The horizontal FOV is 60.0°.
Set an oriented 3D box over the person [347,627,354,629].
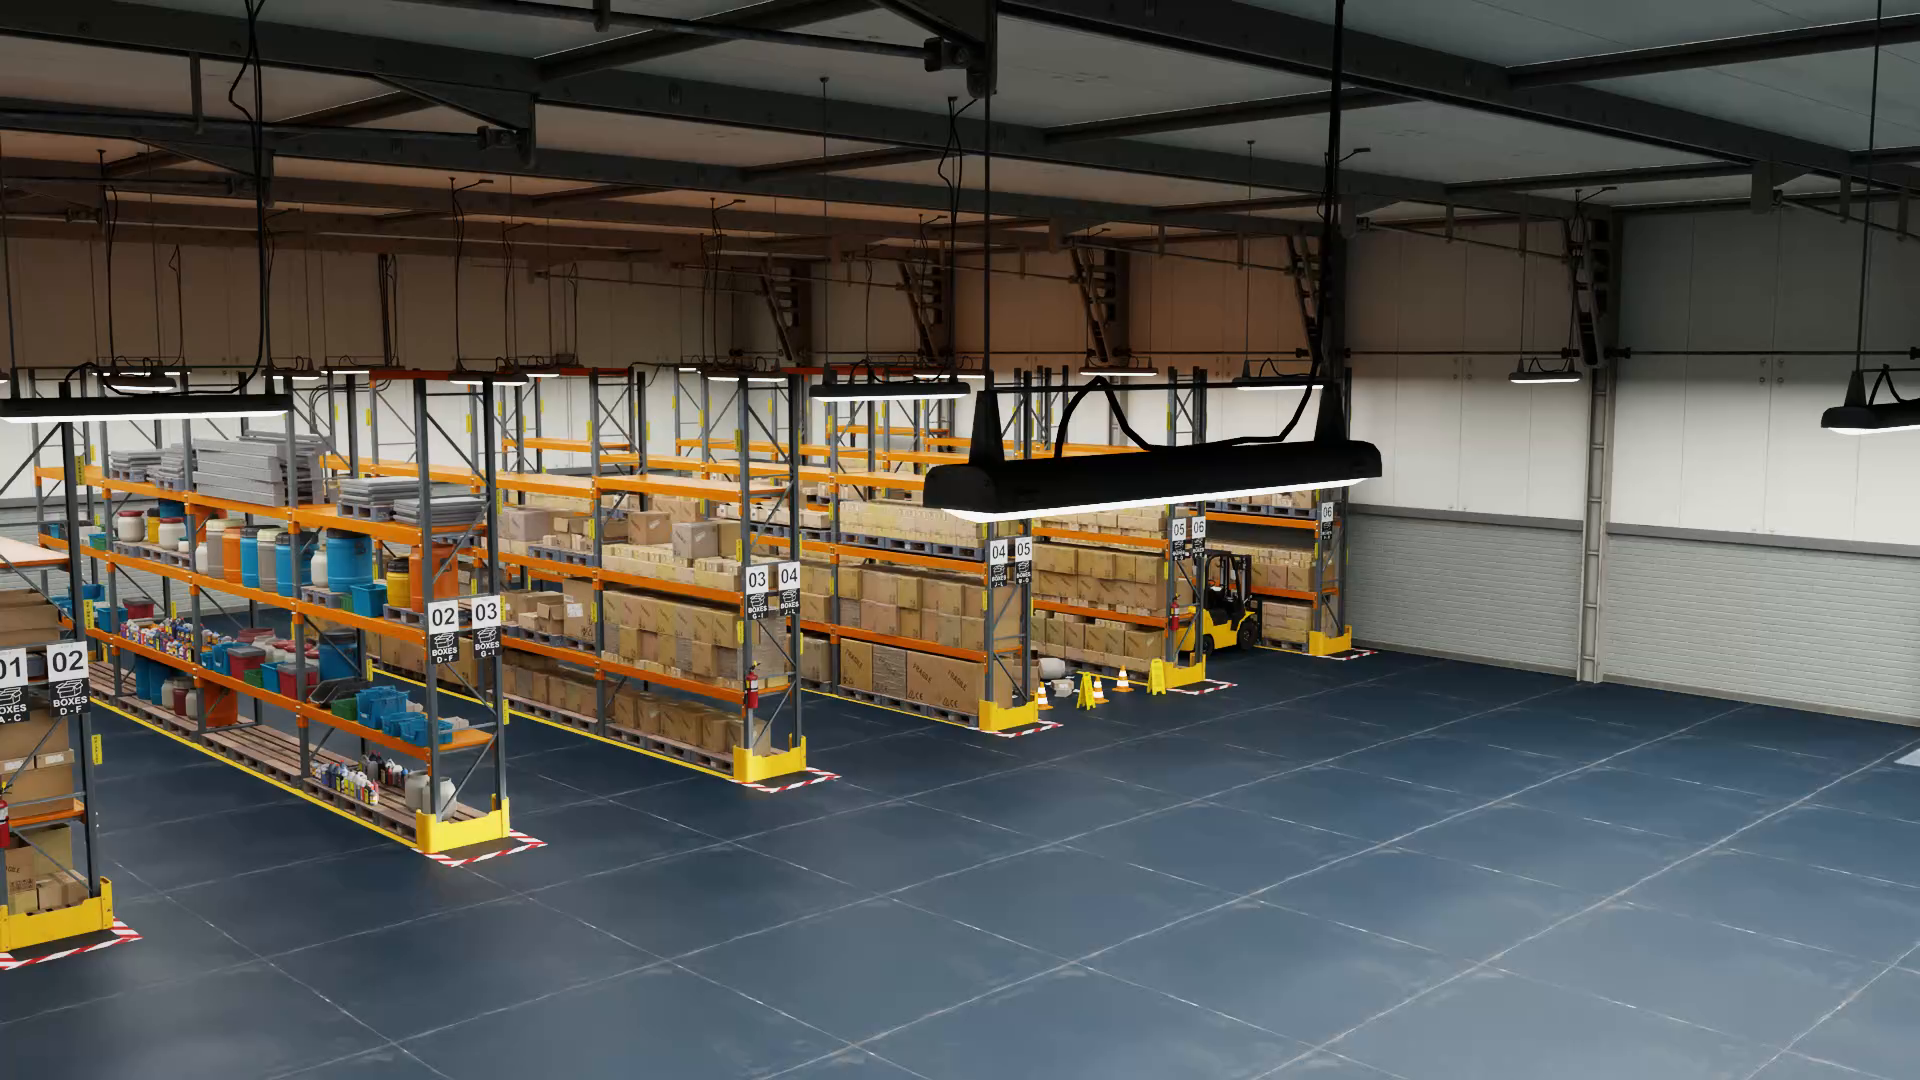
[{"bbox_3d":[-10.586,2.299,28.822,1.033,1.600,0.509,5,8,38],"label":"person"}]
